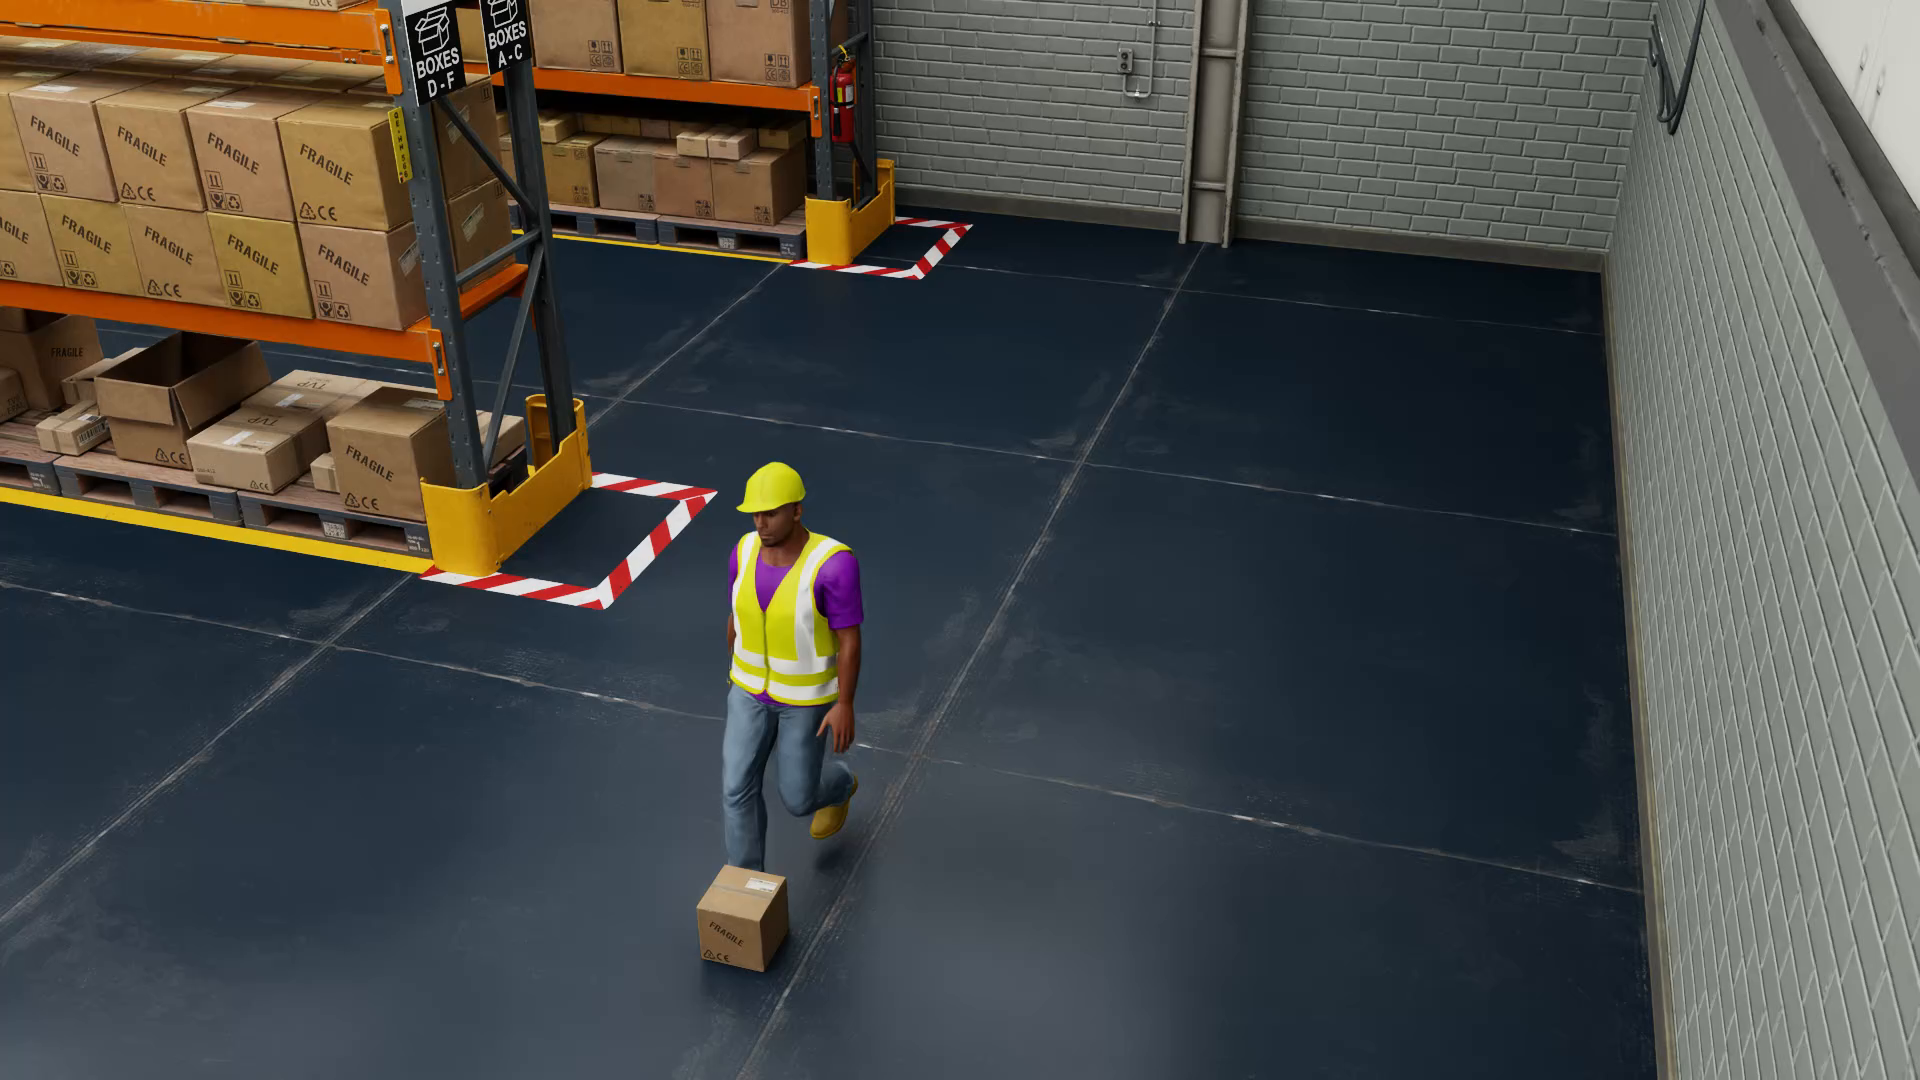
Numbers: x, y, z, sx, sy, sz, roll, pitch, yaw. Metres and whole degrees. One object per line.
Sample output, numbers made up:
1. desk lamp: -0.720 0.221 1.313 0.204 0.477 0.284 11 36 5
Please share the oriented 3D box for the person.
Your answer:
1. person: -0.693 0.585 6.120 0.636 1.695 0.882 13 31 21
